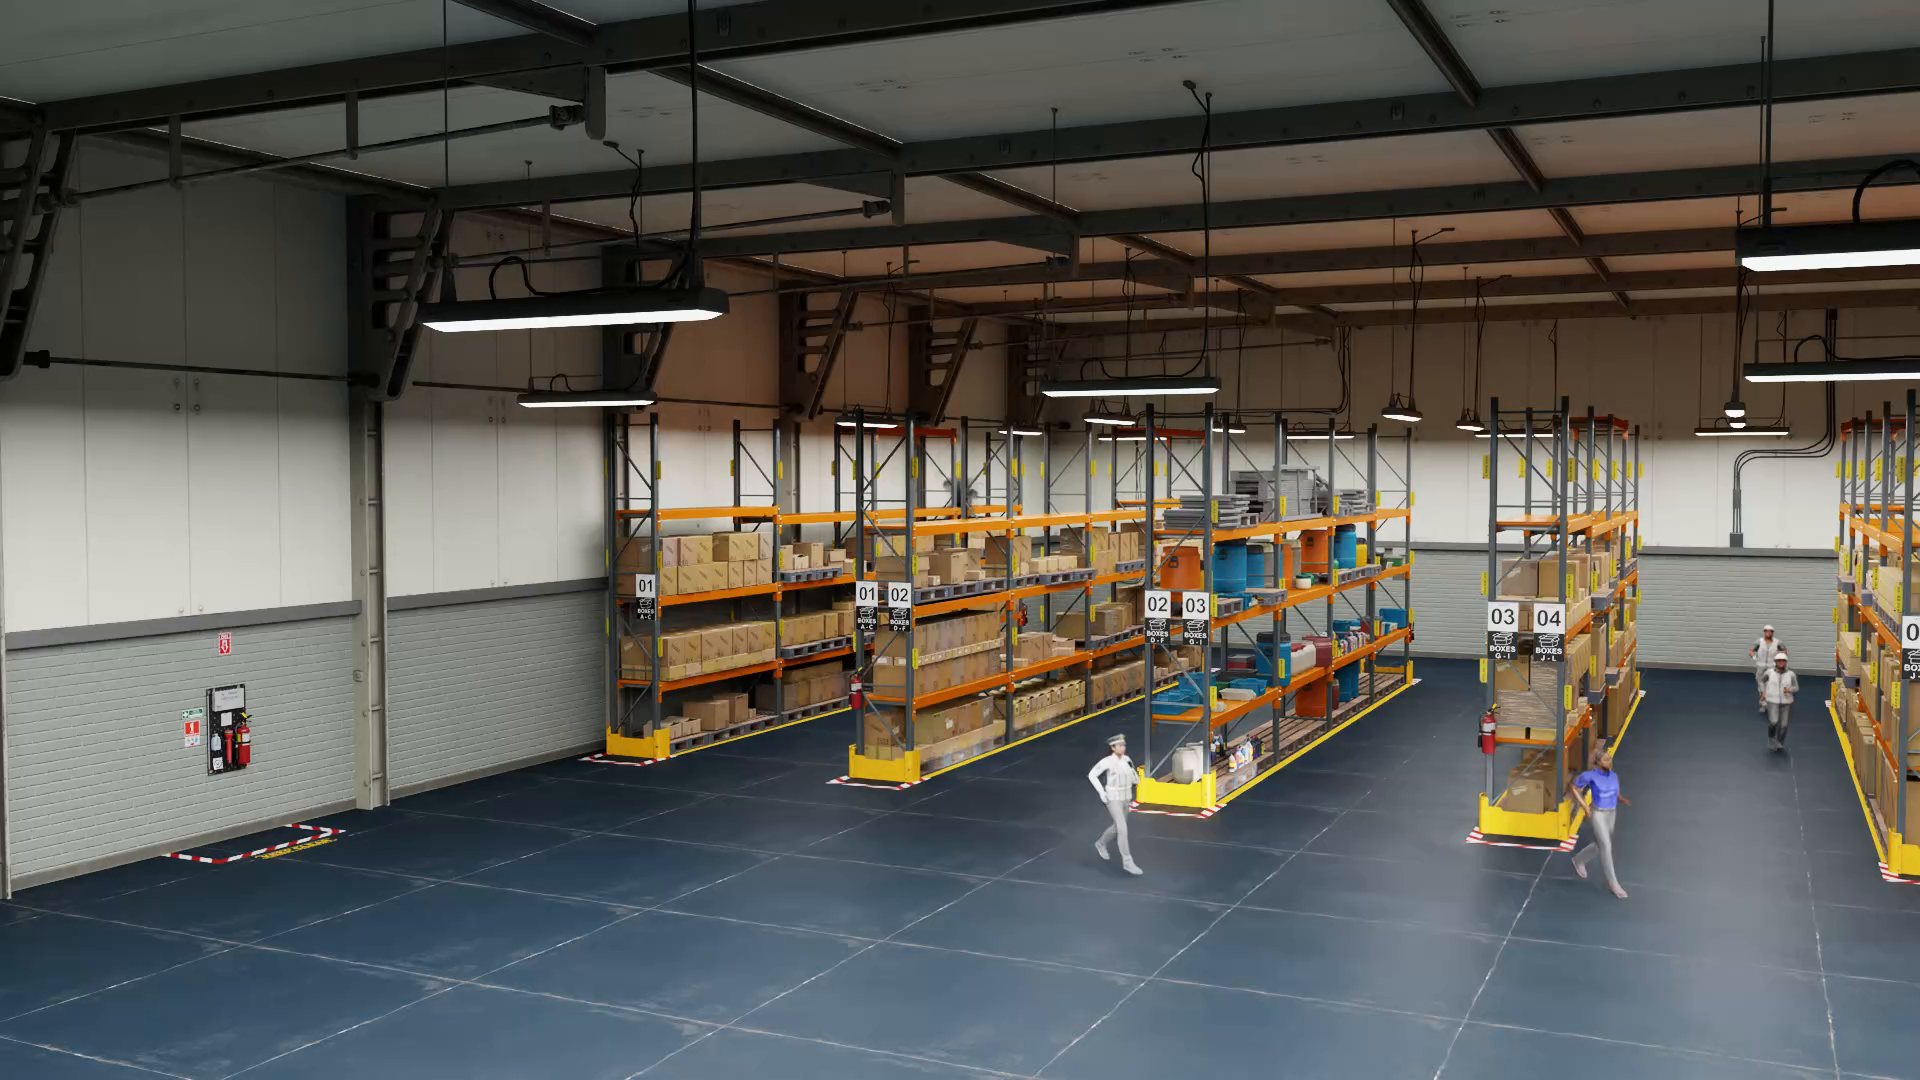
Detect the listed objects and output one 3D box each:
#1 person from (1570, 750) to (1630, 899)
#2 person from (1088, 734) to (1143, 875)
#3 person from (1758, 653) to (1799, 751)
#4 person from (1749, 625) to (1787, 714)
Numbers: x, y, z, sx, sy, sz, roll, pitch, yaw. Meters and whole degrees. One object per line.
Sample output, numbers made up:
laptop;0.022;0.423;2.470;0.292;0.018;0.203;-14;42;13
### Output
person;7.633;3.333;19.823;0.577;1.677;0.926;-1;3;-25
person;1.972;3.255;20.783;0.608;1.683;0.939;-2;3;-39
person;14.511;2.876;29.457;0.630;1.752;0.676;1;3;19
person;16.704;2.652;34.424;0.690;1.786;1.002;1;3;32
